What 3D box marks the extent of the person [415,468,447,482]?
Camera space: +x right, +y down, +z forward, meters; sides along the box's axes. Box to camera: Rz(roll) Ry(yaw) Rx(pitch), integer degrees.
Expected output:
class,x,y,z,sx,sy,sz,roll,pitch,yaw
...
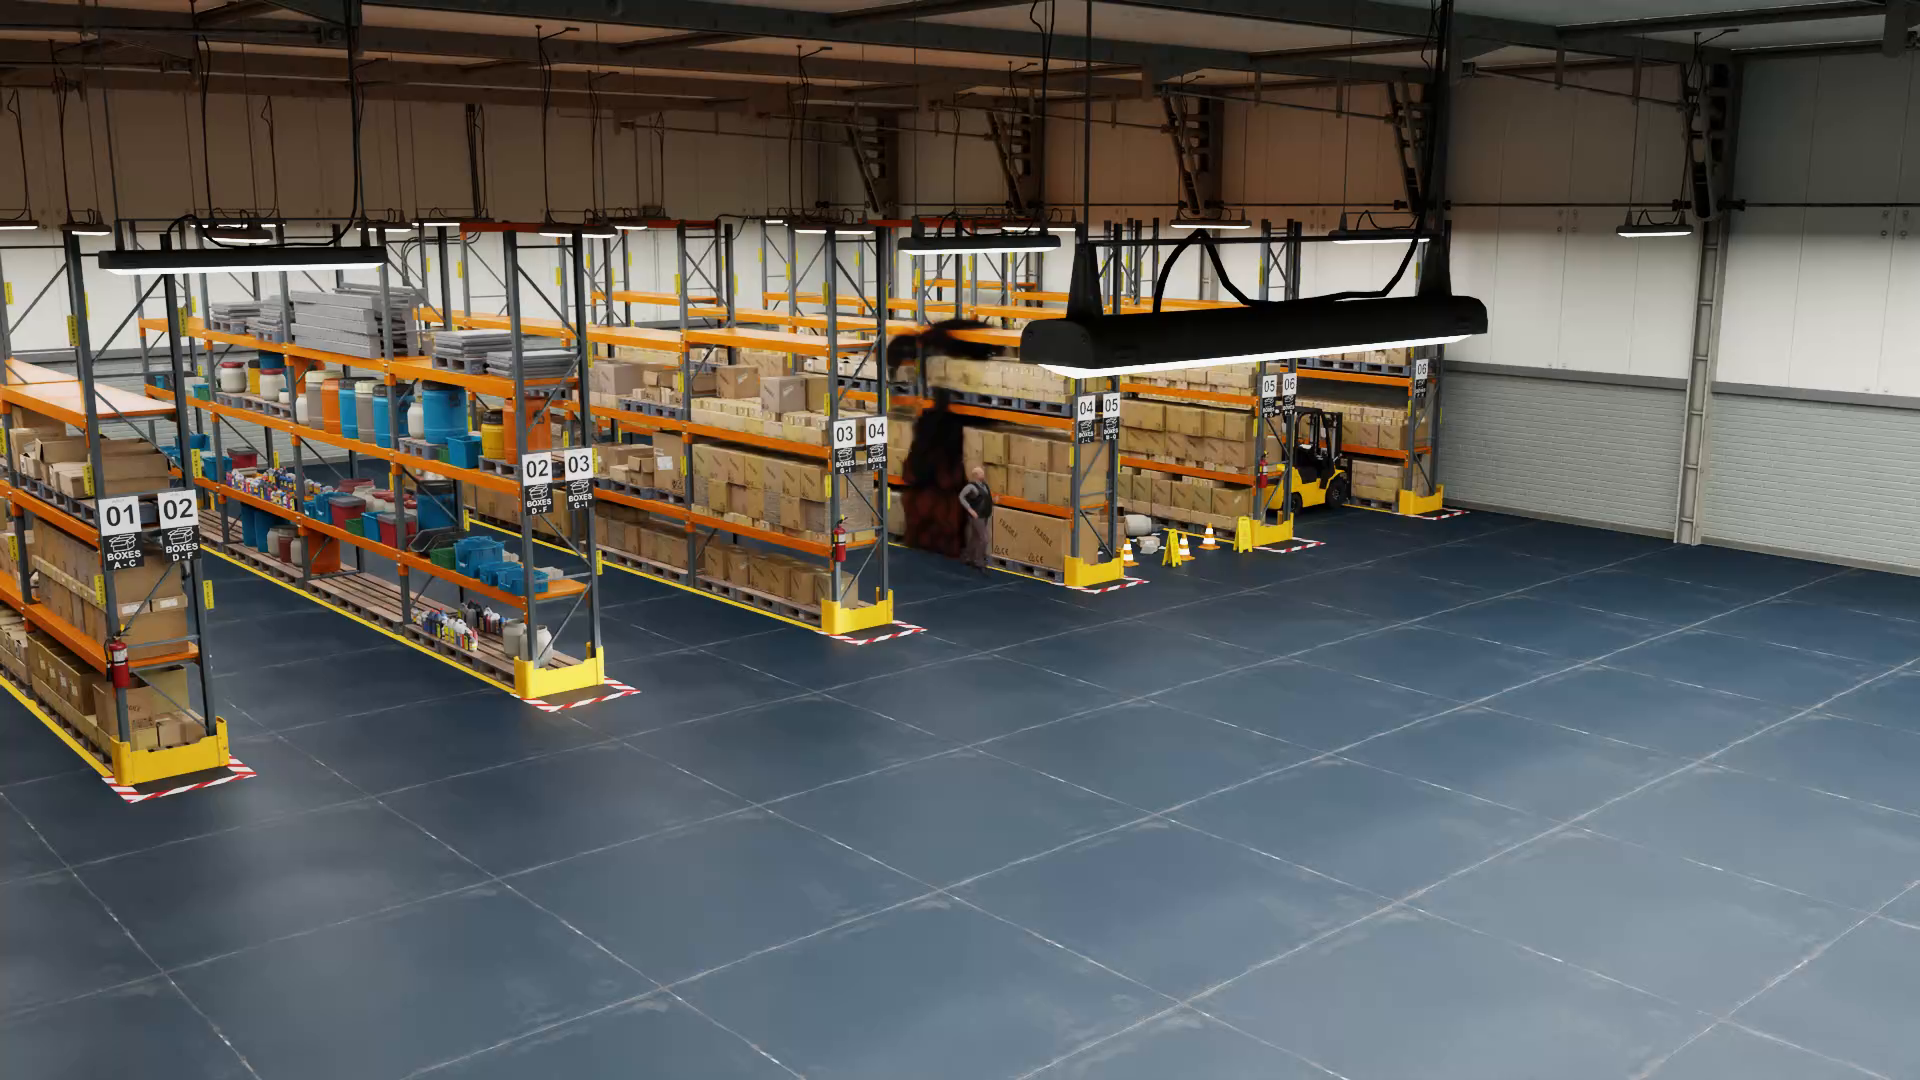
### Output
class,x,y,z,sx,sy,sz,roll,pitch,yaw
person,-10.203,-0.977,32.250,0.683,1.764,0.900,-11,16,-43

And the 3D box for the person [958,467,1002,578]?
class,x,y,z,sx,sy,sz,roll,pitch,yaw
person,0.351,-0.302,27.704,0.695,1.830,0.637,5,13,25

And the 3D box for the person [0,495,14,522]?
class,x,y,z,sx,sy,sz,roll,pitch,yaw
person,-18.083,-0.795,31.516,0.892,1.737,0.703,3,12,17

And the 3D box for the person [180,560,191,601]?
class,x,y,z,sx,sy,sz,roll,pitch,yaw
person,-12.513,0.259,26.721,0.515,1.532,0.638,-9,15,-39
